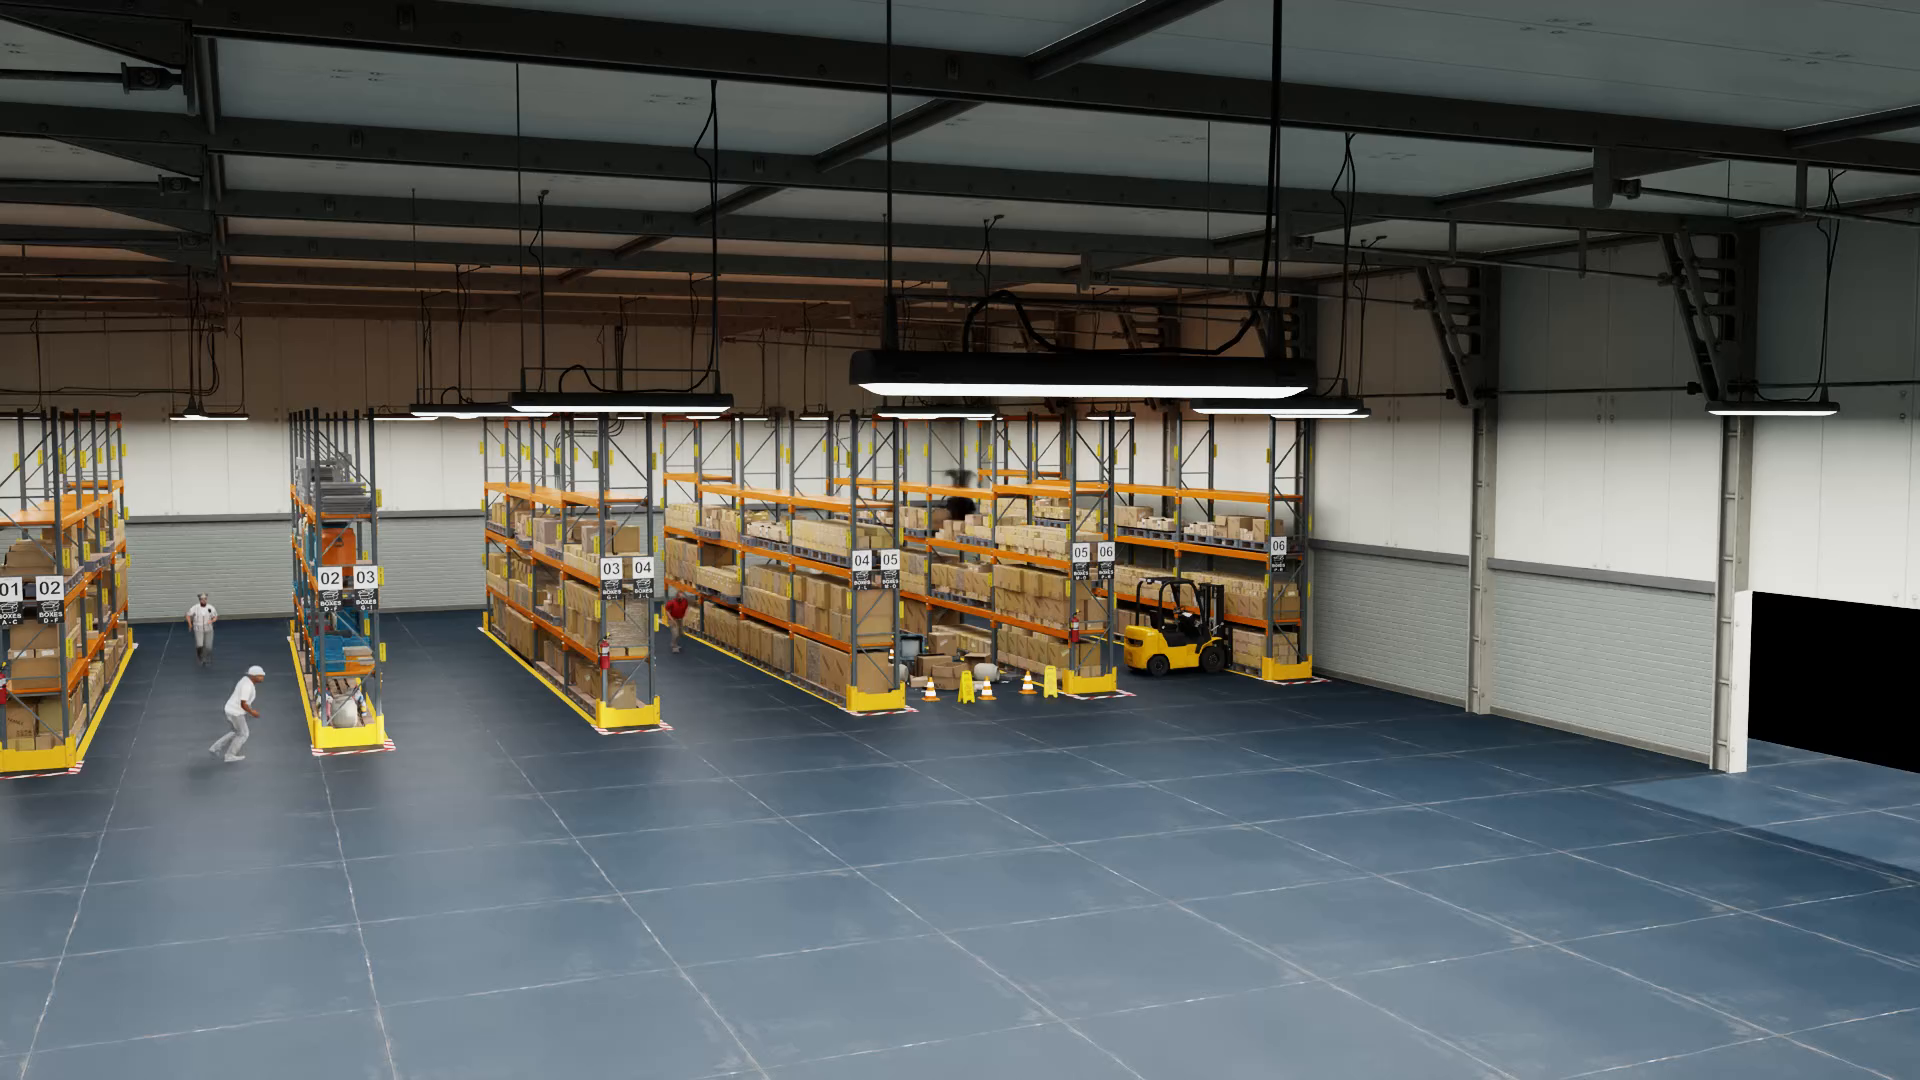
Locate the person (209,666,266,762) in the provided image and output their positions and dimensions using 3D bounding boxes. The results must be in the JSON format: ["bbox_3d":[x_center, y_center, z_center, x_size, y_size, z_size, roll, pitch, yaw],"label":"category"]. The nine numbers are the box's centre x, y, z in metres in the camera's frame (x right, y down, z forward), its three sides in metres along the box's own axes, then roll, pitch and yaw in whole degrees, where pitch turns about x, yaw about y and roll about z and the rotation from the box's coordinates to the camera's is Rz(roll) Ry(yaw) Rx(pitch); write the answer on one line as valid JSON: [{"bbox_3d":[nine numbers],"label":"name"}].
[{"bbox_3d":[-12.230,2.943,28.159,0.915,1.607,0.671,-2,5,-30],"label":"person"}]

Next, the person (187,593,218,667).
[{"bbox_3d":[-17.723,2.114,38.937,0.663,1.754,0.645,-2,5,-28],"label":"person"}]

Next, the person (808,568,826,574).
[{"bbox_3d":[-4.354,1.258,50.817,1.063,1.746,0.660,-3,5,-33],"label":"person"}]

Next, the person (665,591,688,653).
[{"bbox_3d":[-7.111,2.023,41.610,0.882,1.575,0.711,4,6,44],"label":"person"}]
